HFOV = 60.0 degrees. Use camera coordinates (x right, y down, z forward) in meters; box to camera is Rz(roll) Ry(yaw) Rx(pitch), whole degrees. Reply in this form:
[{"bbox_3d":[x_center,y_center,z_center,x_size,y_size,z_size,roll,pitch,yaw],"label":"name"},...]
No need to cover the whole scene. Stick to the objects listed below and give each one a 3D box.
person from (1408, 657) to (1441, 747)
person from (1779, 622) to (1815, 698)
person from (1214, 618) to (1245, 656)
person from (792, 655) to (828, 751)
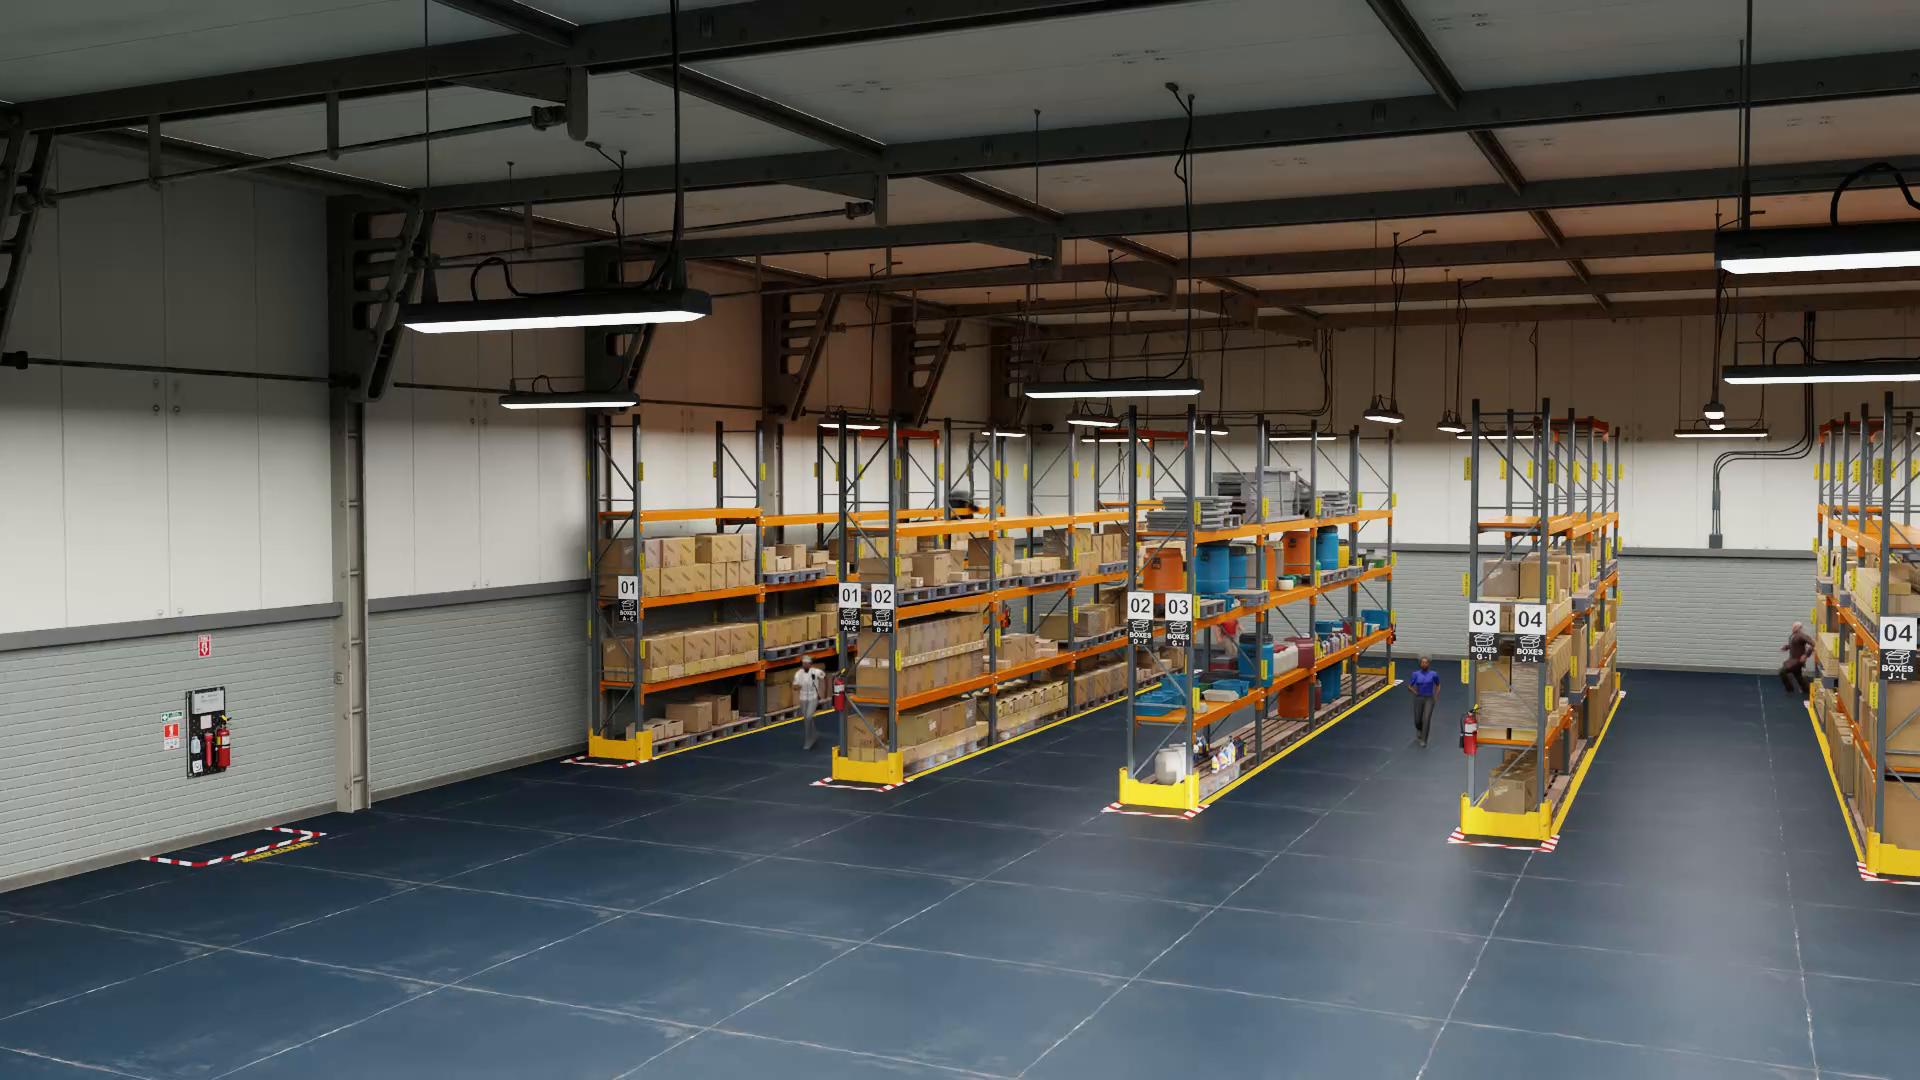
[{"bbox_3d":[8.484,2.941,30.366,0.584,1.618,0.694,1,2,15],"label":"person"},{"bbox_3d":[18.475,2.663,36.645,0.772,1.744,0.835,1,2,12],"label":"person"},{"bbox_3d":[6.664,2.472,41.386,0.771,1.682,0.623,-1,3,-22],"label":"person"},{"bbox_3d":[-2.719,2.927,30.142,0.599,1.723,0.834,0,2,10],"label":"person"}]
